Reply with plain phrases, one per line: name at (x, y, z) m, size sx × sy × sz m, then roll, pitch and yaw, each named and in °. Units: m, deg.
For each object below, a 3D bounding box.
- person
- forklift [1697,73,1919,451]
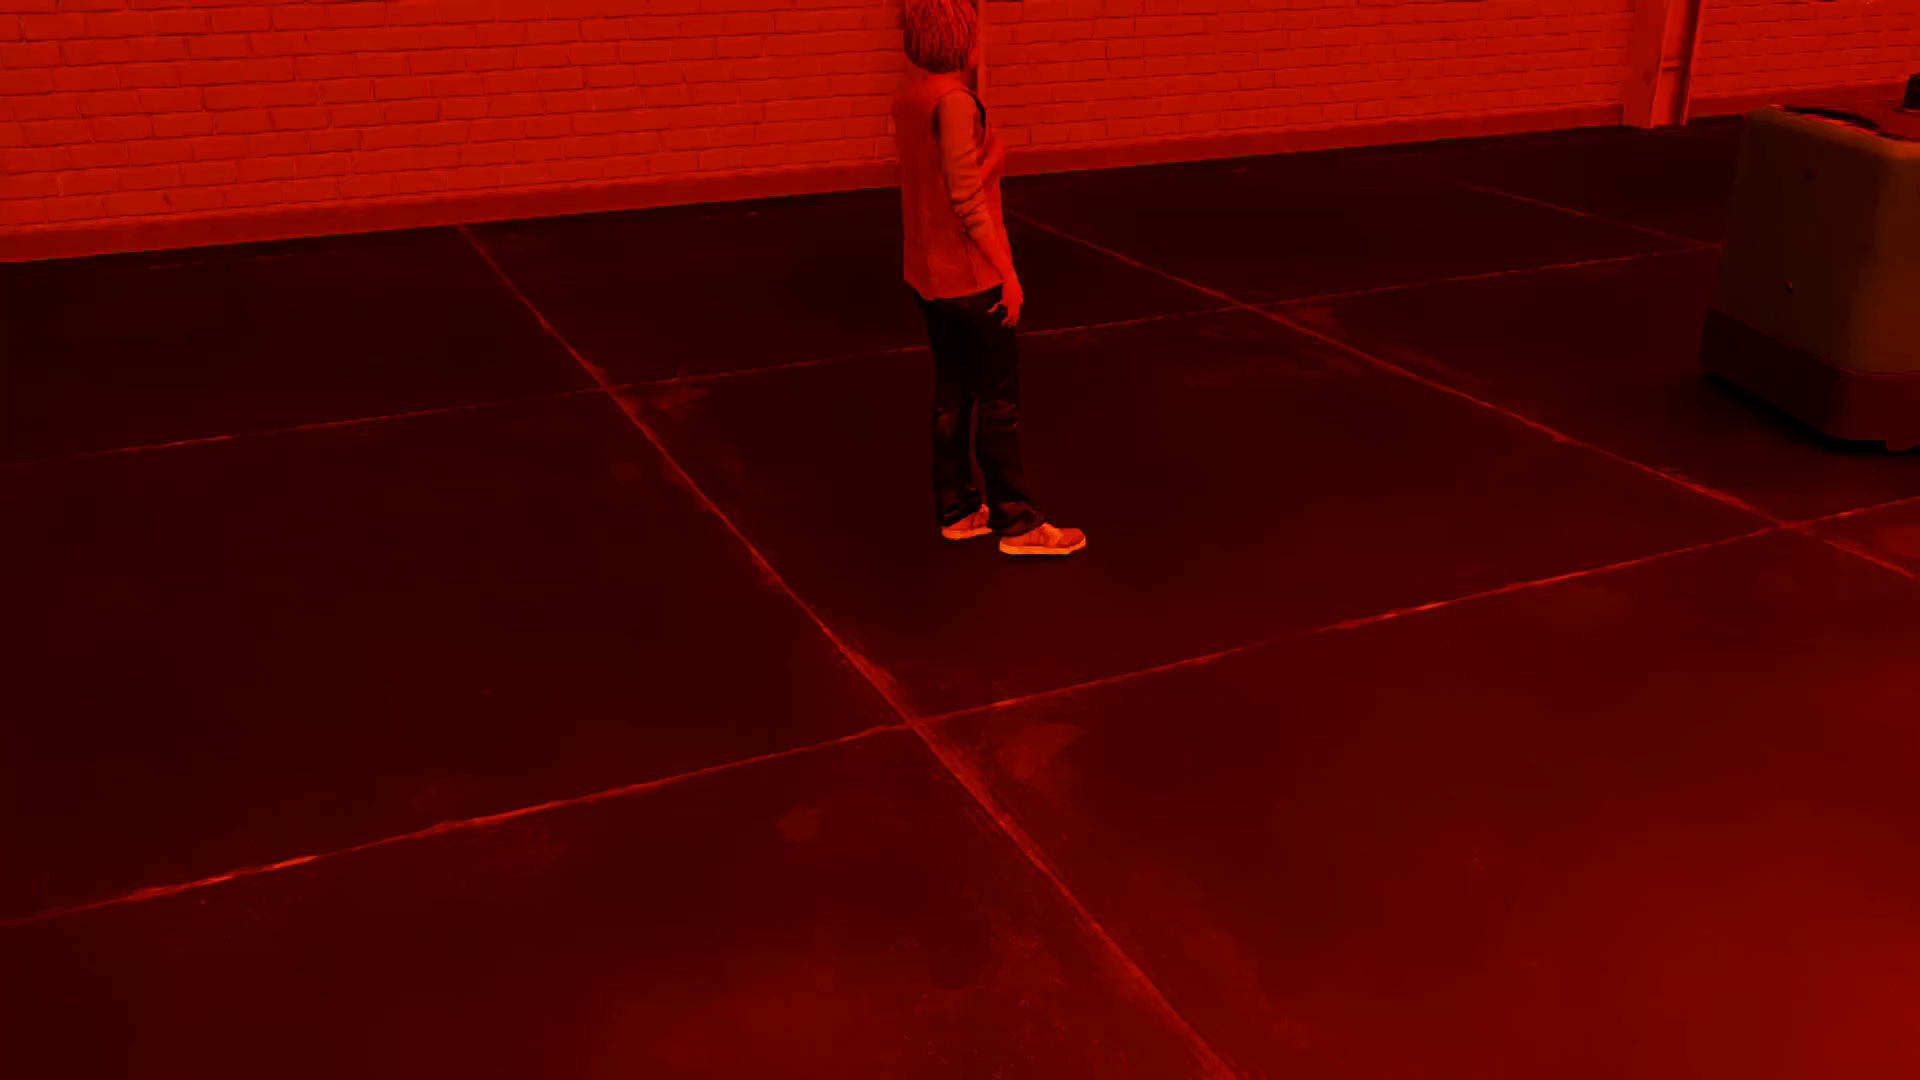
person at (0.073, -0.751, 4.815) m, size 0.474 × 1.597 × 0.520 m, roll -10°, pitch 25°, yaw -23°
forklift at (4.486, -1.878, 5.808) m, size 3.031 × 2.935 × 1.130 m, roll -2°, pitch 23°, yaw -5°
